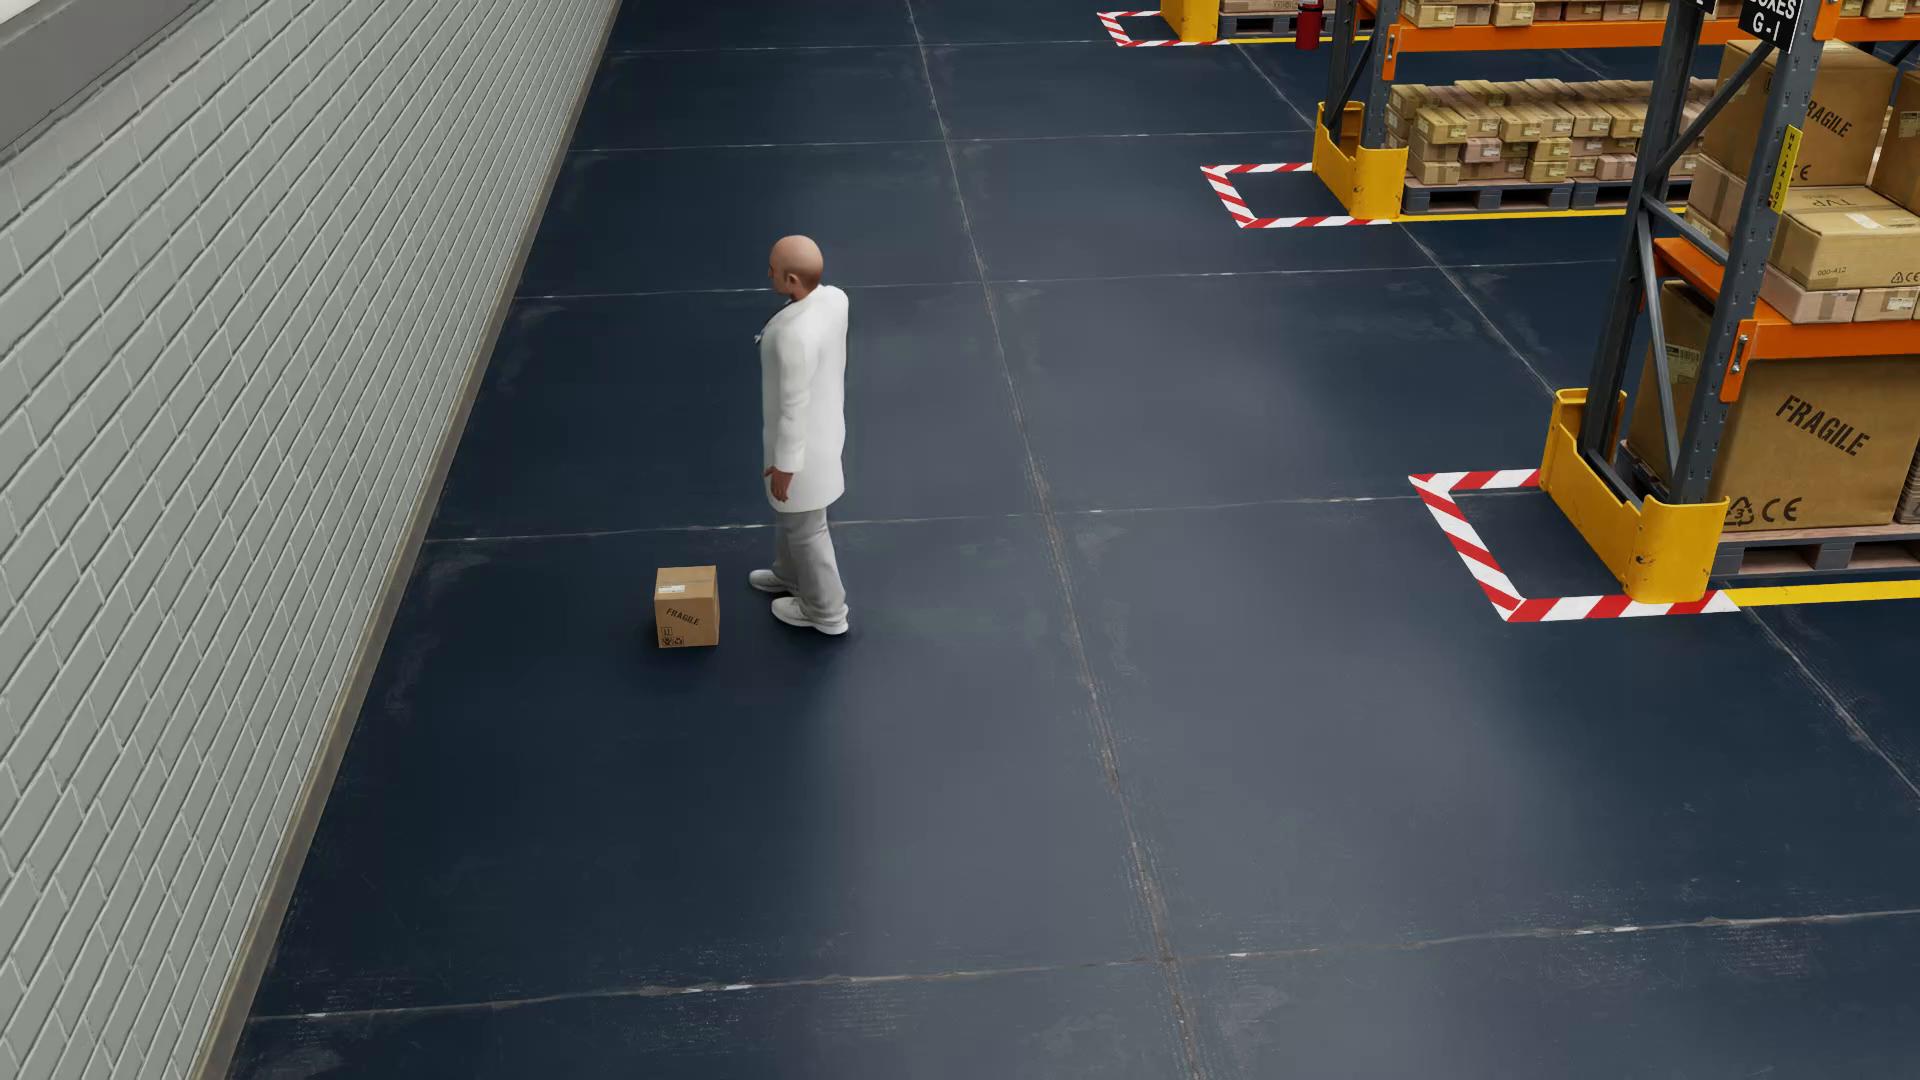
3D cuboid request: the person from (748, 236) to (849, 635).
[{"bbox_3d":[-0.748,-0.419,6.843,0.574,1.791,0.602,8,32,12],"label":"person"}]
